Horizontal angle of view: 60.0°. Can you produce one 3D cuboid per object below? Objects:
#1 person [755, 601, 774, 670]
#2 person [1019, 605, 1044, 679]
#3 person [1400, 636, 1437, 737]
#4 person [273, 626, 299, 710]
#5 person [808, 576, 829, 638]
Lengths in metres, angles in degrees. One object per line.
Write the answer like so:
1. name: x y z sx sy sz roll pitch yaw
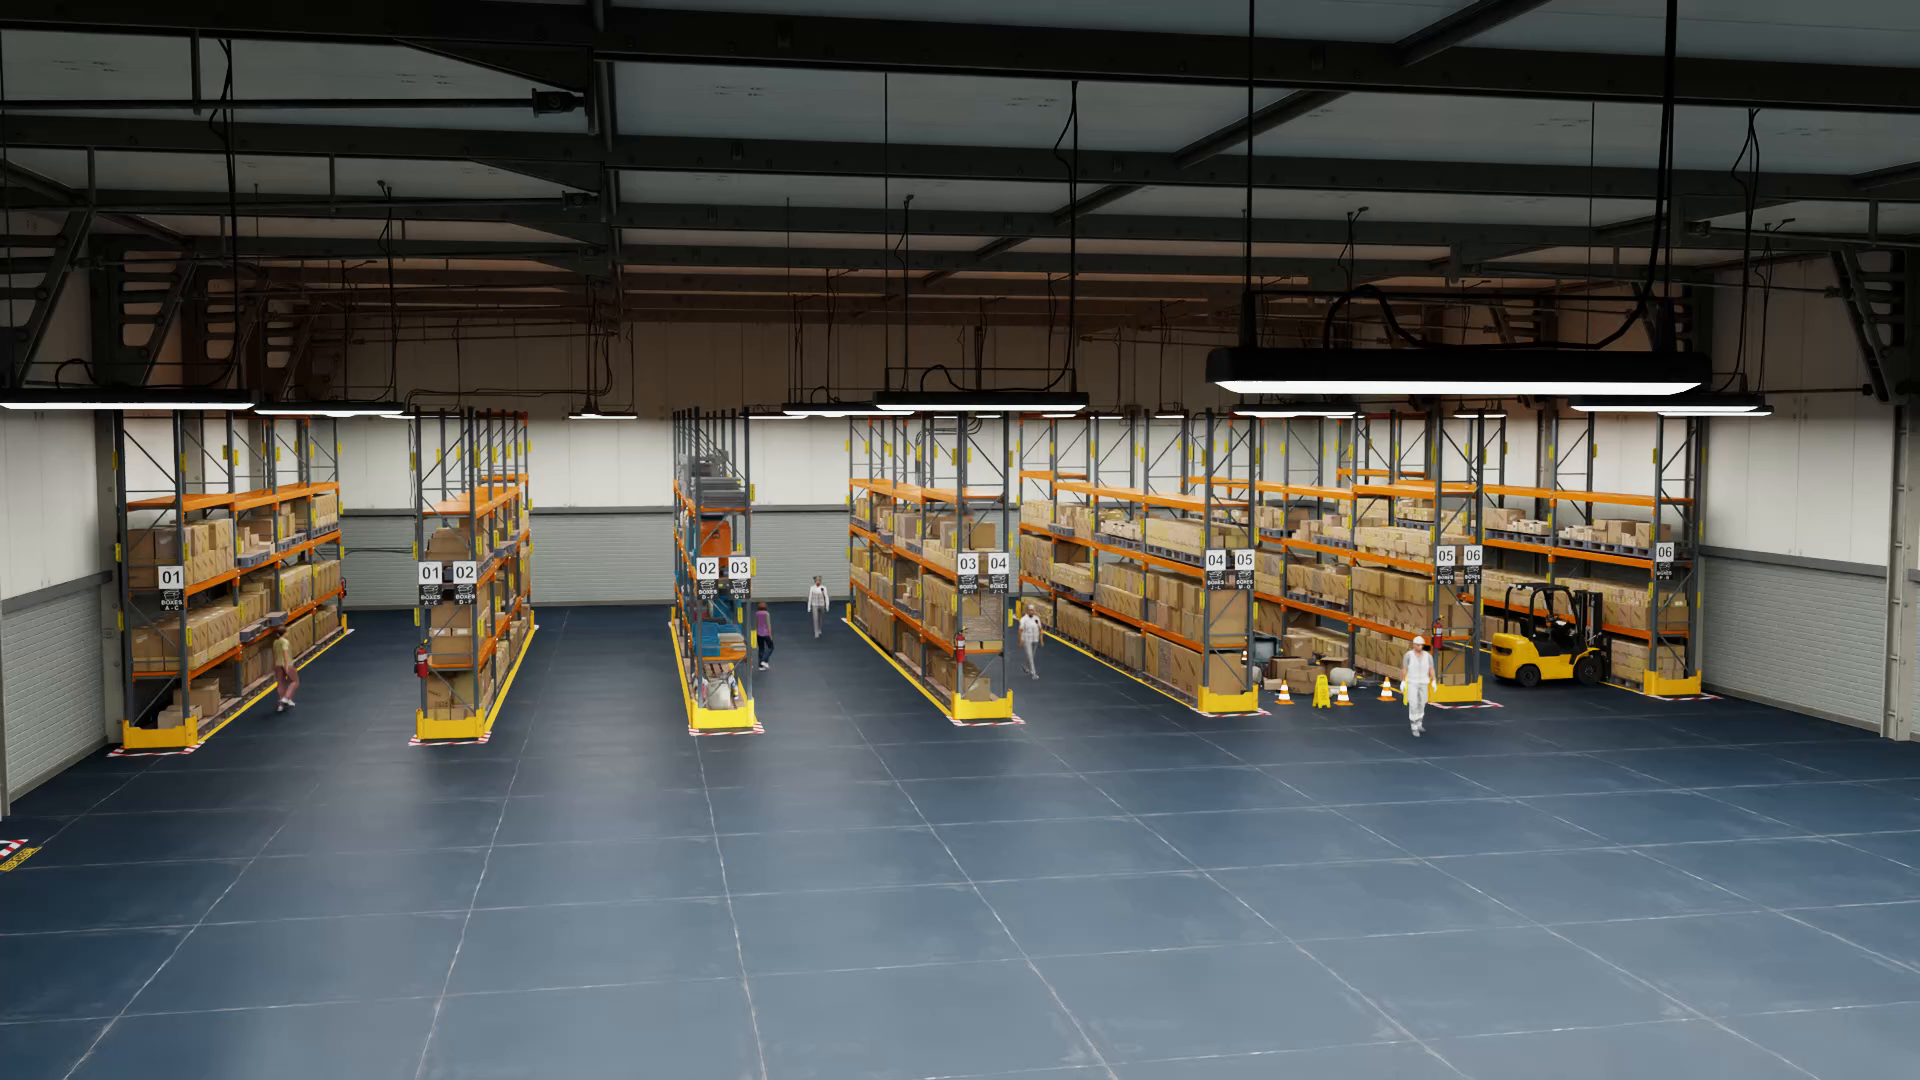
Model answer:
1. person: -4.542 2.208 38.244 0.453 1.598 0.435 2 5 28
2. person: 1.592 2.252 37.209 0.477 1.589 1.066 -2 5 -27
3. person: 8.412 2.674 30.505 0.623 1.825 0.596 0 4 2
4. person: -13.445 2.533 33.055 0.503 1.658 0.453 1 4 9
5. person: -3.756 1.748 44.197 0.543 1.616 1.031 -1 4 -10
